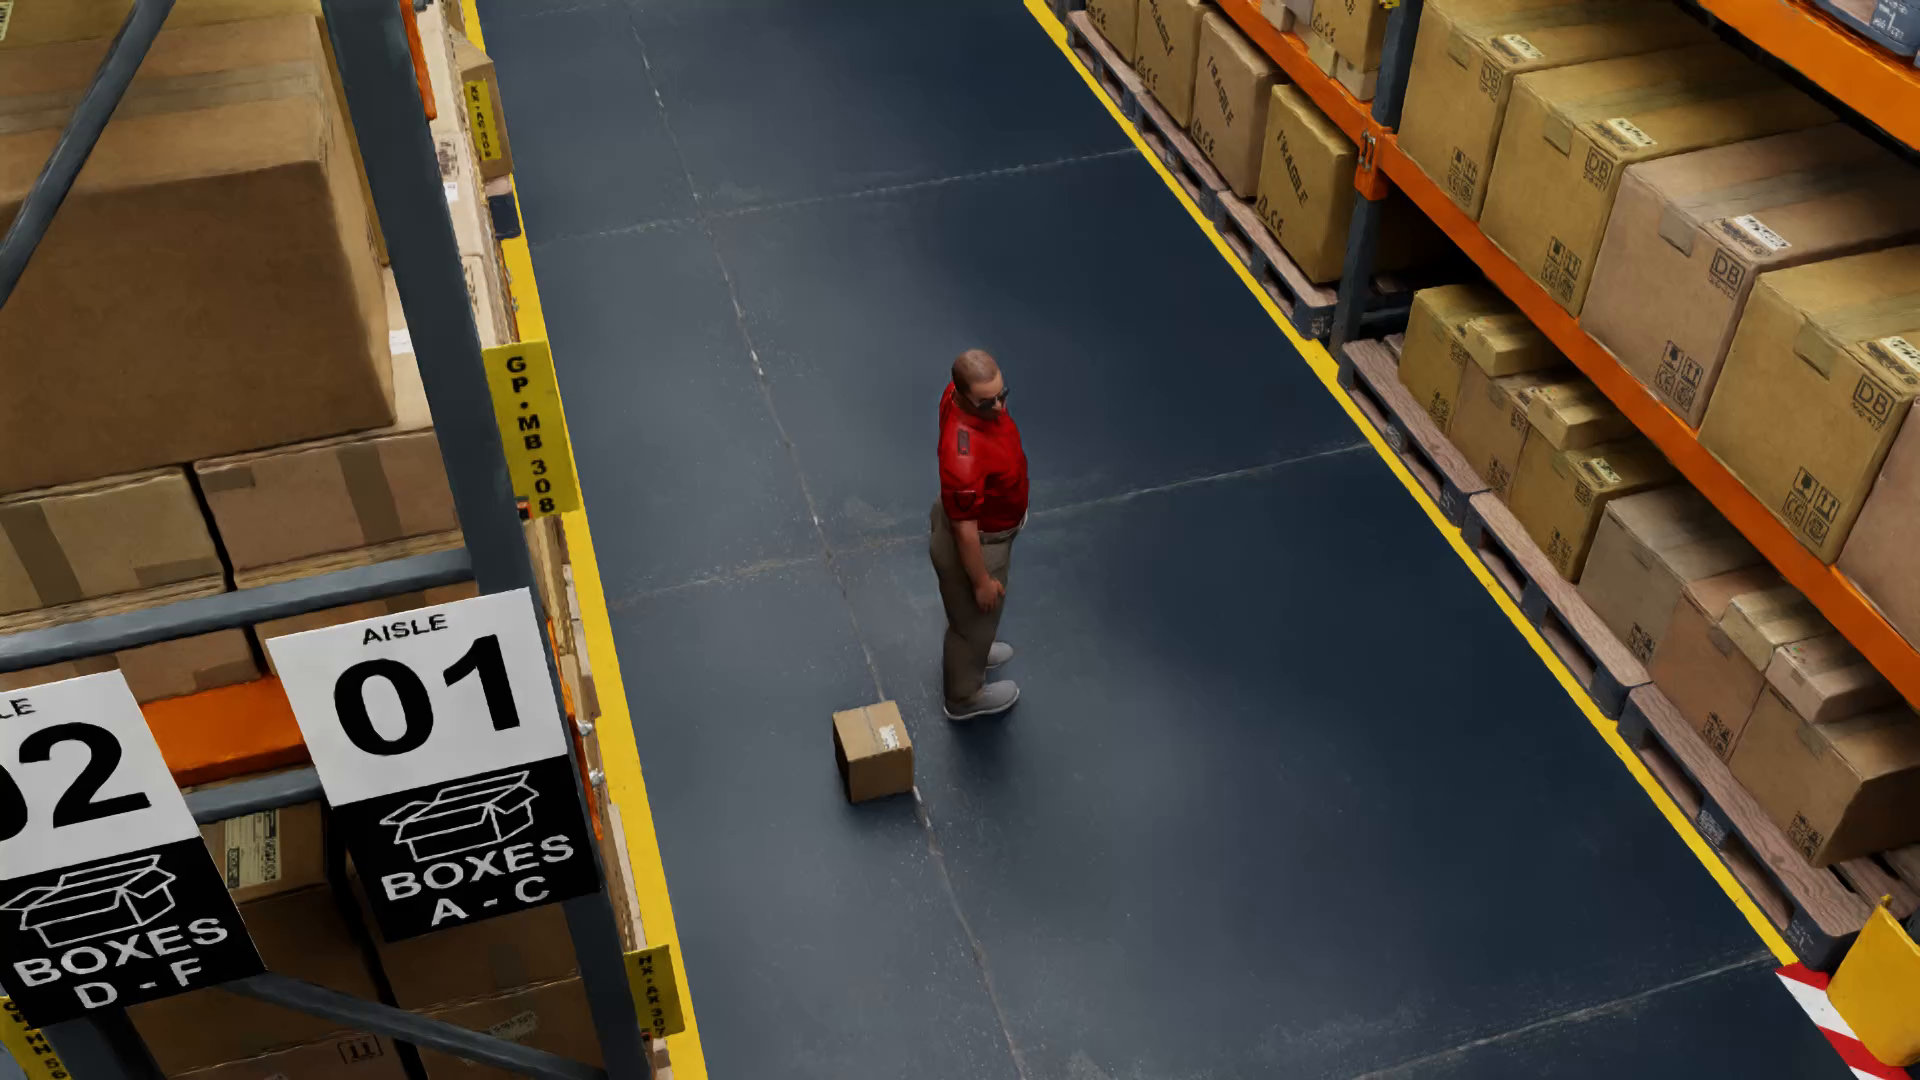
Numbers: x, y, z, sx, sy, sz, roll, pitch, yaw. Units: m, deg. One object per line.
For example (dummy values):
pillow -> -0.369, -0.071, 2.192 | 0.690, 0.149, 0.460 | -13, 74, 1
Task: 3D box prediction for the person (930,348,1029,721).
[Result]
person -> 0.069, -0.010, 6.191 | 0.360, 1.760, 0.612 | -1, 42, -1
